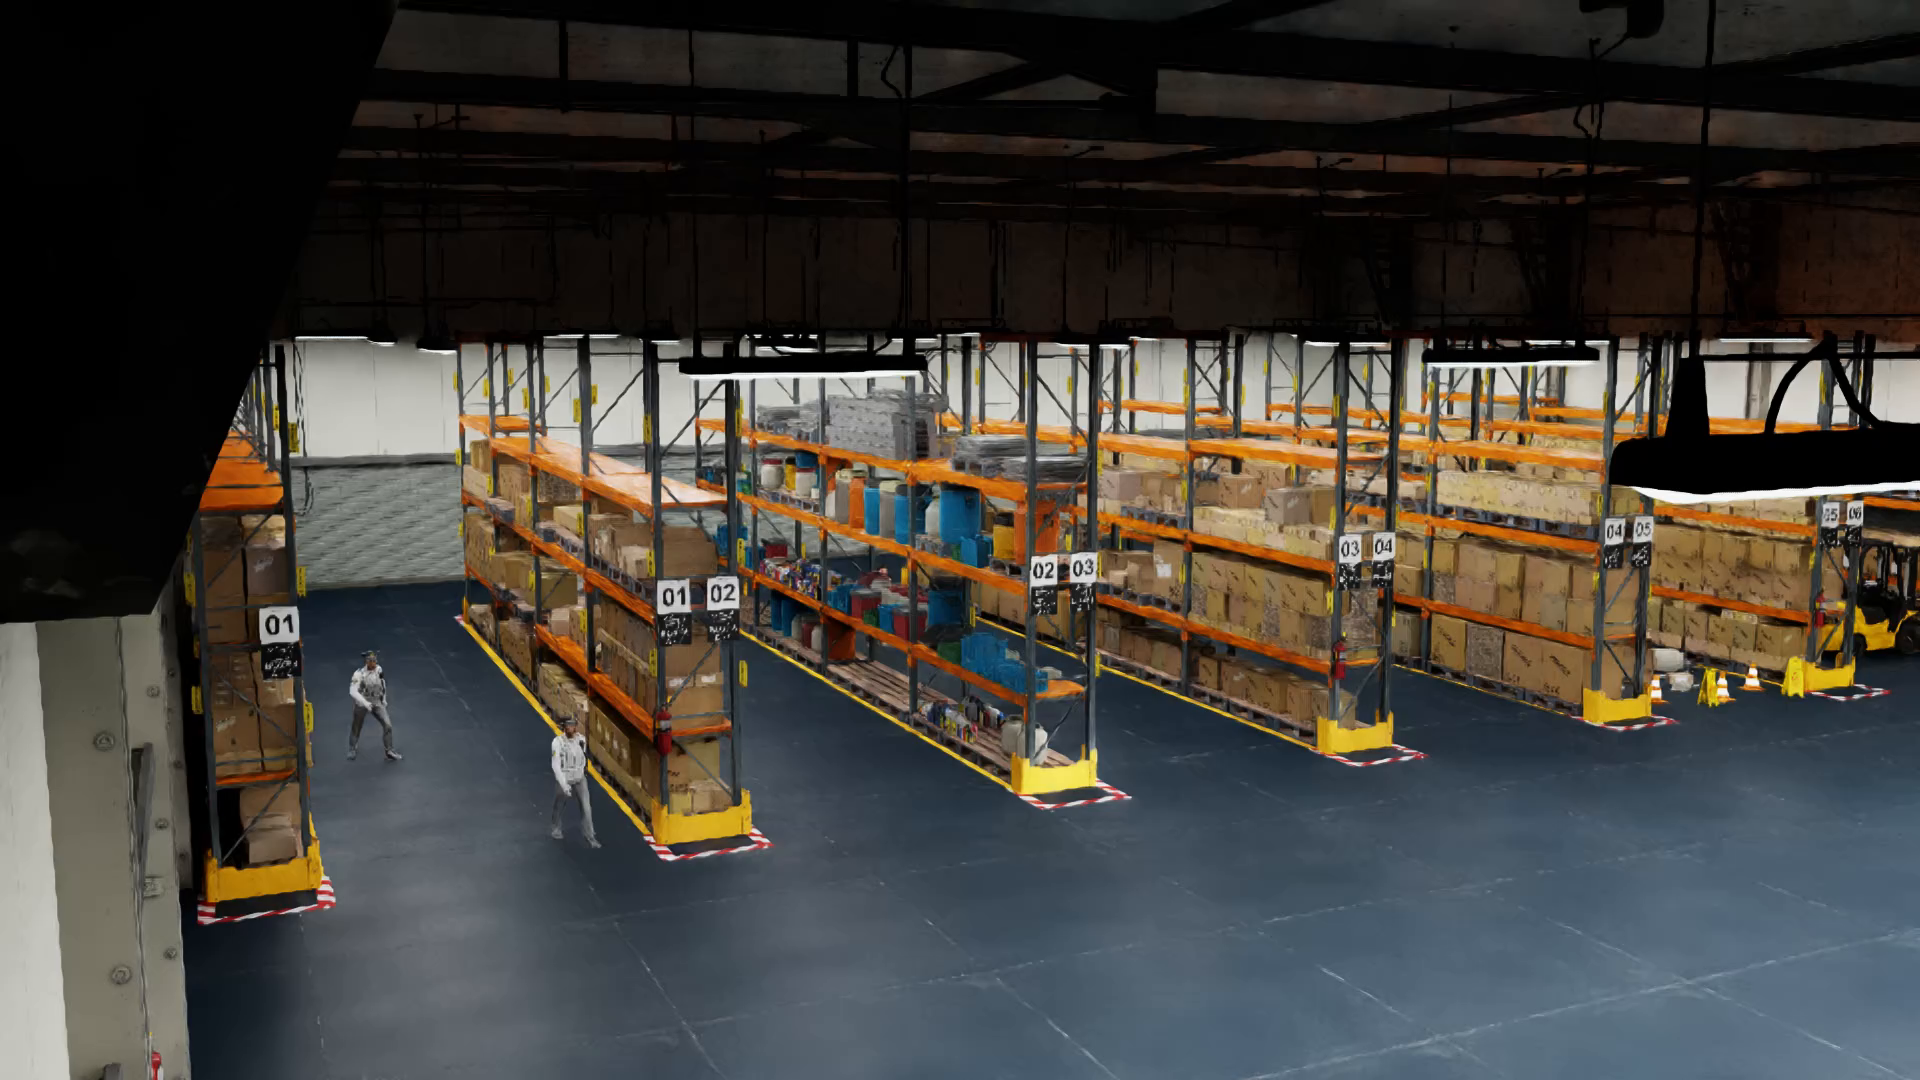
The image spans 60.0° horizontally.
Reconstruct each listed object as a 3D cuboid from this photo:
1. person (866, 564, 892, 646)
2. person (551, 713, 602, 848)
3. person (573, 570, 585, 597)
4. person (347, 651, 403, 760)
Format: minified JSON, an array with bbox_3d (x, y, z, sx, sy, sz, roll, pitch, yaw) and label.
[{"bbox_3d":[-1.539,1.247,31.879,0.598,1.619,0.507,-4,9,-26],"label":"person"},{"bbox_3d":[-4.663,2.845,19.863,0.461,1.621,0.994,-5,9,-32],"label":"person"},{"bbox_3d":[-7.726,0.988,33.757,0.592,1.629,0.526,-4,9,-26],"label":"person"},{"bbox_3d":[-8.432,2.337,23.725,0.630,1.604,0.811,-7,10,-41],"label":"person"}]
